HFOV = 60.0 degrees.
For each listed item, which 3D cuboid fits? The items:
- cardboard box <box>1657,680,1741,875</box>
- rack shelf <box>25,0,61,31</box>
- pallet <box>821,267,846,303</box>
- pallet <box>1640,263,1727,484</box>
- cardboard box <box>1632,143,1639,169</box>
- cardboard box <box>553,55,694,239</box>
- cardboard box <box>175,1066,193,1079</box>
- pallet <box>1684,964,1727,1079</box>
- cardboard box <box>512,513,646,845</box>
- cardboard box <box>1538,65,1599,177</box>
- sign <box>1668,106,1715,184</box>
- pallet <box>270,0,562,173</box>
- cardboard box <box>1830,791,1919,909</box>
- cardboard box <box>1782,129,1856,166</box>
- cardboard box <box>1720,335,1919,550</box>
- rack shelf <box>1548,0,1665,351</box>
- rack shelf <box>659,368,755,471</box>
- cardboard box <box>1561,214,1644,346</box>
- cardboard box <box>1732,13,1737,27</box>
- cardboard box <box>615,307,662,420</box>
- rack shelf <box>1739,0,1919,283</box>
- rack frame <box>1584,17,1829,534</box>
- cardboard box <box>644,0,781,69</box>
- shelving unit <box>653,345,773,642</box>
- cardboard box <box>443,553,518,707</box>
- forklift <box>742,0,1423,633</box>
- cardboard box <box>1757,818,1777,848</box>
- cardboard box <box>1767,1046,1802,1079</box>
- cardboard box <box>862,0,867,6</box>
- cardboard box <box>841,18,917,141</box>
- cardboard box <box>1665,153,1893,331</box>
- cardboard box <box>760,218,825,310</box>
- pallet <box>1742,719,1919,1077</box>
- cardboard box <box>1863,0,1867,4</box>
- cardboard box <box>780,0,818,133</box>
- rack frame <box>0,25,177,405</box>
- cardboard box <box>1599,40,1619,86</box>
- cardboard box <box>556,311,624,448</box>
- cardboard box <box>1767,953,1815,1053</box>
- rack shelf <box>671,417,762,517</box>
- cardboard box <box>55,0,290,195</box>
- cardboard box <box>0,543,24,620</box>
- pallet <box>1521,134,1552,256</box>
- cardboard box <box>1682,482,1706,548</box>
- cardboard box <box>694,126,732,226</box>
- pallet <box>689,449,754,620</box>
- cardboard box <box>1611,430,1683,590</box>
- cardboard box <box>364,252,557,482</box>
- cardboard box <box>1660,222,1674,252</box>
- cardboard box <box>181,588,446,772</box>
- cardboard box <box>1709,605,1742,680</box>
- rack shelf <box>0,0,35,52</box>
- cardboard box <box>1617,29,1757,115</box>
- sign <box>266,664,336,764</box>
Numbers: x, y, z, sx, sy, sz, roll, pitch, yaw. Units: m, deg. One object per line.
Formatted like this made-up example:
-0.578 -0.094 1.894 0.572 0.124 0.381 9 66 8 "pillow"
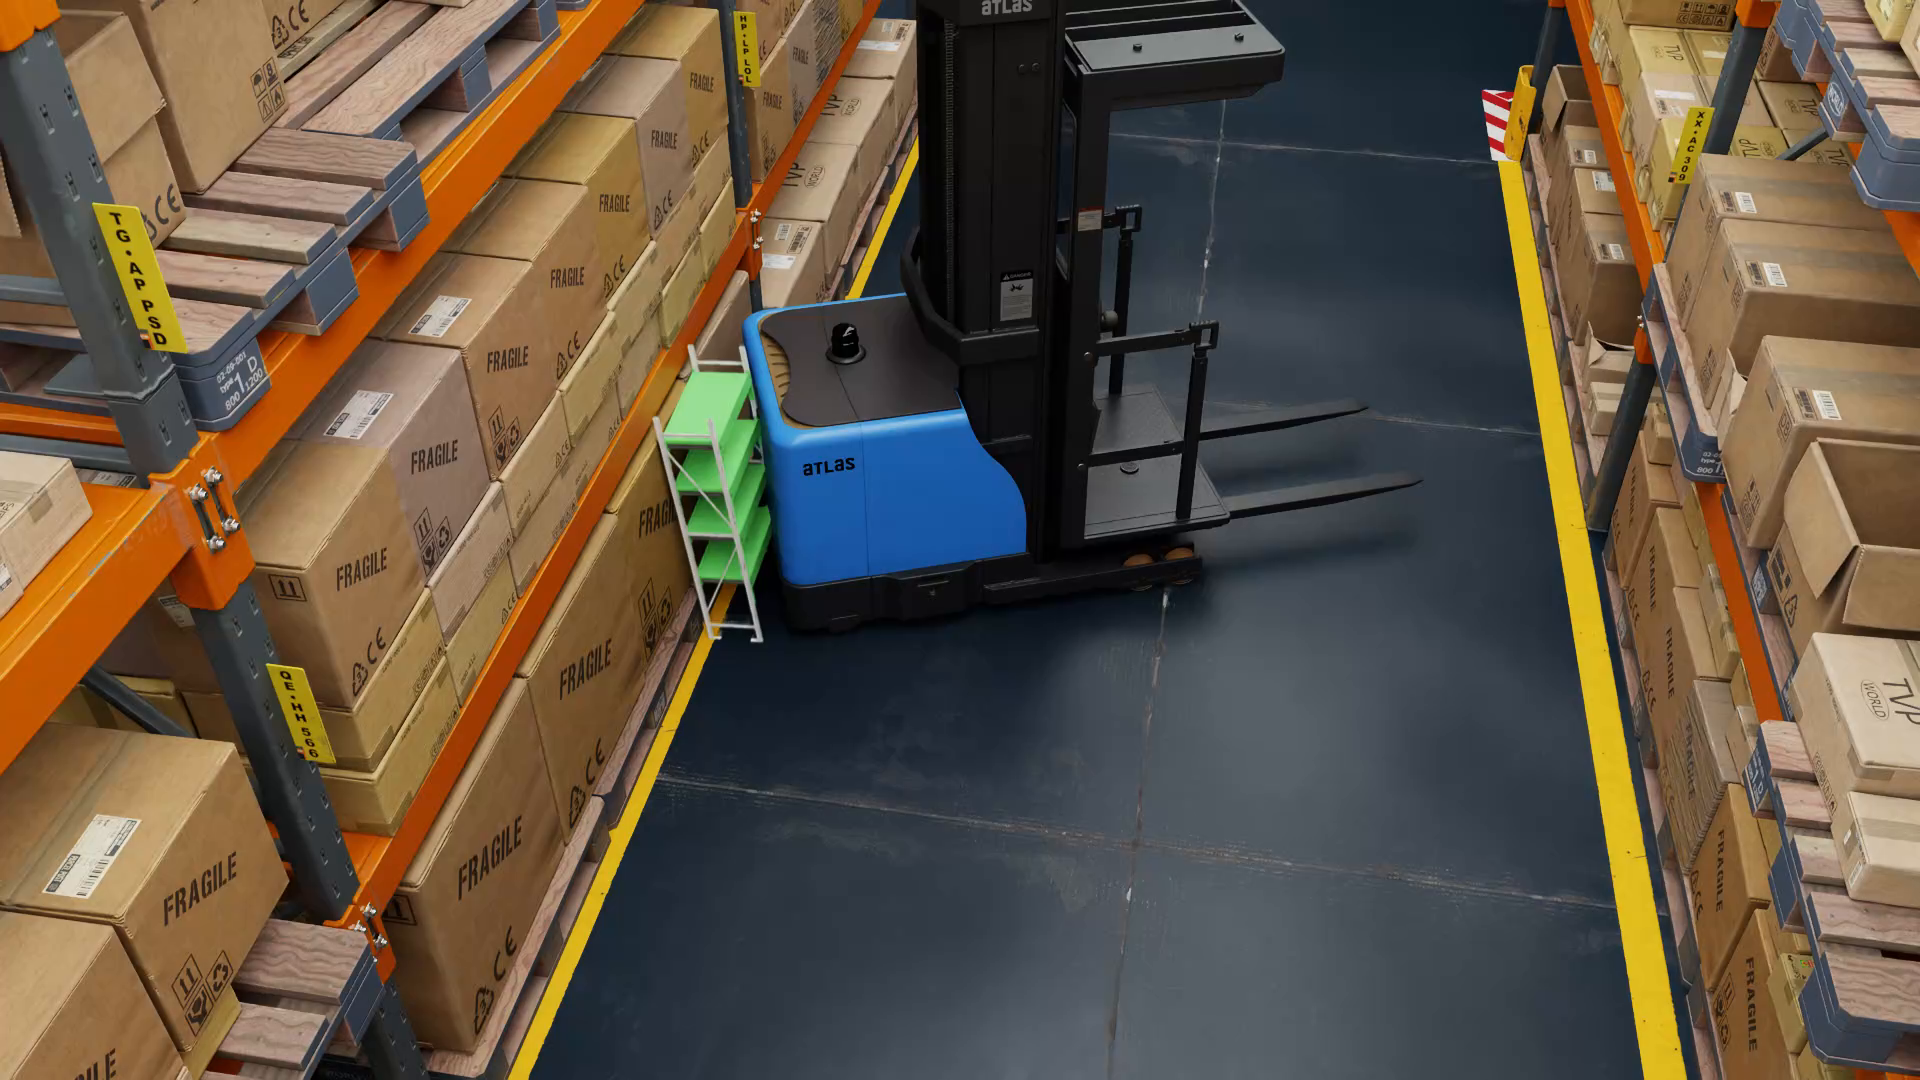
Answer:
2.871 0.874 5.971 0.500 0.500 0.500 5 40 6 "cardboard box"
-1.790 -2.350 4.408 1.077 0.370 4.000 6 40 8 "rack shelf"
-1.236 -1.118 8.937 1.003 0.211 1.213 6 40 8 "pallet"
3.199 -0.616 6.291 1.003 0.211 1.213 6 40 8 "pallet"
3.368 -1.803 7.774 0.380 0.149 0.250 7 40 9 "cardboard box"
-1.357 -1.514 6.364 0.500 0.500 0.500 7 40 9 "cardboard box"
-1.936 1.292 3.701 0.380 0.149 0.250 6 40 7 "cardboard box"
2.919 1.942 5.236 1.003 0.211 1.213 6 40 8 "pallet"
-1.777 0.460 6.178 0.875 0.875 0.875 7 40 8 "cardboard box"
3.938 -2.516 10.068 0.797 0.503 0.637 5 40 6 "cardboard box"
2.909 -1.568 6.613 0.100 0.325 0.005 6 40 8 "sign"
-1.887 -1.409 4.894 1.003 0.211 1.213 8 40 10 "pallet"
2.489 0.812 4.282 0.380 0.149 0.250 7 40 8 "cardboard box"
3.797 -1.517 7.115 0.500 0.250 0.500 6 40 7 "cardboard box"
2.916 -0.283 5.330 0.700 0.500 0.500 6 40 7 "cardboard box"
3.791 -2.157 8.569 1.077 0.370 4.000 6 40 8 "rack shelf"
-1.018 -0.491 6.722 0.258 0.148 0.480 2 42 10 "rack shelf"
3.572 -1.331 8.638 0.700 0.500 0.500 5 40 6 "cardboard box"
4.048 -2.466 8.263 0.500 0.250 0.500 6 40 8 "cardboard box"
-1.469 -0.723 6.388 0.500 0.250 0.500 5 40 6 "cardboard box"
3.099 -0.803 4.577 1.077 0.370 4.000 6 40 8 "rack shelf"
3.445 -1.179 6.822 1.000 3.000 0.127 6 40 8 "rack frame"
-1.123 -2.420 7.460 0.500 0.500 0.500 7 40 8 "cardboard box"
-0.983 -0.179 6.994 0.258 1.200 0.503 2 42 10 "shelving unit"
-1.733 0.241 5.223 0.500 0.250 0.500 5 40 6 "cardboard box"
0.608 -1.221 6.927 3.031 2.935 1.130 -9 40 -10 "forklift"
2.828 0.893 5.439 0.380 0.149 0.250 6 40 7 "cardboard box"
2.614 1.844 4.798 0.500 0.500 0.500 7 40 9 "cardboard box"
-0.756 -3.304 9.313 0.500 0.500 0.500 7 40 9 "cardboard box"
-0.768 -2.984 10.686 0.875 0.438 0.875 5 40 6 "cardboard box"
3.141 -1.101 6.319 0.700 0.500 0.500 7 40 9 "cardboard box"
-1.230 -1.281 8.626 0.875 0.438 0.875 6 40 7 "cardboard box"
2.801 0.972 4.371 1.213 0.211 1.003 6 40 8 "pallet"
2.827 -1.654 4.831 0.380 0.149 0.250 6 40 7 "cardboard box"
-1.014 -2.344 8.152 0.500 0.500 0.500 7 40 8 "cardboard box"
-2.137 -1.526 2.533 1.000 3.000 0.127 6 40 8 "rack frame"
3.513 -2.446 8.552 0.380 0.149 0.250 7 40 9 "cardboard box"
-1.516 -0.592 5.837 0.500 0.250 0.500 7 40 8 "cardboard box"
2.606 1.370 4.862 0.380 0.149 0.250 4 40 5 "cardboard box"
-0.997 -0.311 6.879 0.258 0.148 0.480 2 42 10 "rack shelf"
-2.152 -1.212 4.100 0.700 0.500 0.500 5 40 5 "cardboard box"
-2.019 0.105 3.112 0.380 0.149 0.250 6 40 8 "cardboard box"
3.987 -2.066 10.084 1.003 0.211 1.213 6 40 8 "pallet"
3.116 -0.087 6.624 0.380 0.149 0.250 4 40 5 "cardboard box"
-1.281 -1.555 7.003 0.500 0.250 0.500 6 40 8 "cardboard box"
-1.504 -0.157 7.774 1.003 0.211 1.213 6 40 8 "pallet"
3.140 -0.099 7.148 0.500 0.500 0.500 8 40 10 "cardboard box"
-1.629 -0.556 5.205 0.500 0.500 0.500 7 40 9 "cardboard box"
3.252 -1.310 7.178 0.380 0.149 0.250 7 40 8 "cardboard box"
-1.806 0.361 4.685 0.500 0.250 0.500 6 40 7 "cardboard box"
2.957 0.395 6.042 0.380 0.149 0.250 8 40 9 "cardboard box"
-2.483 0.161 1.372 1.077 0.370 4.000 6 40 8 "rack shelf"
3.464 -2.210 7.953 0.500 0.250 0.500 6 40 7 "cardboard box"
-1.600 0.424 4.036 0.100 0.325 0.005 6 40 8 "sign"
